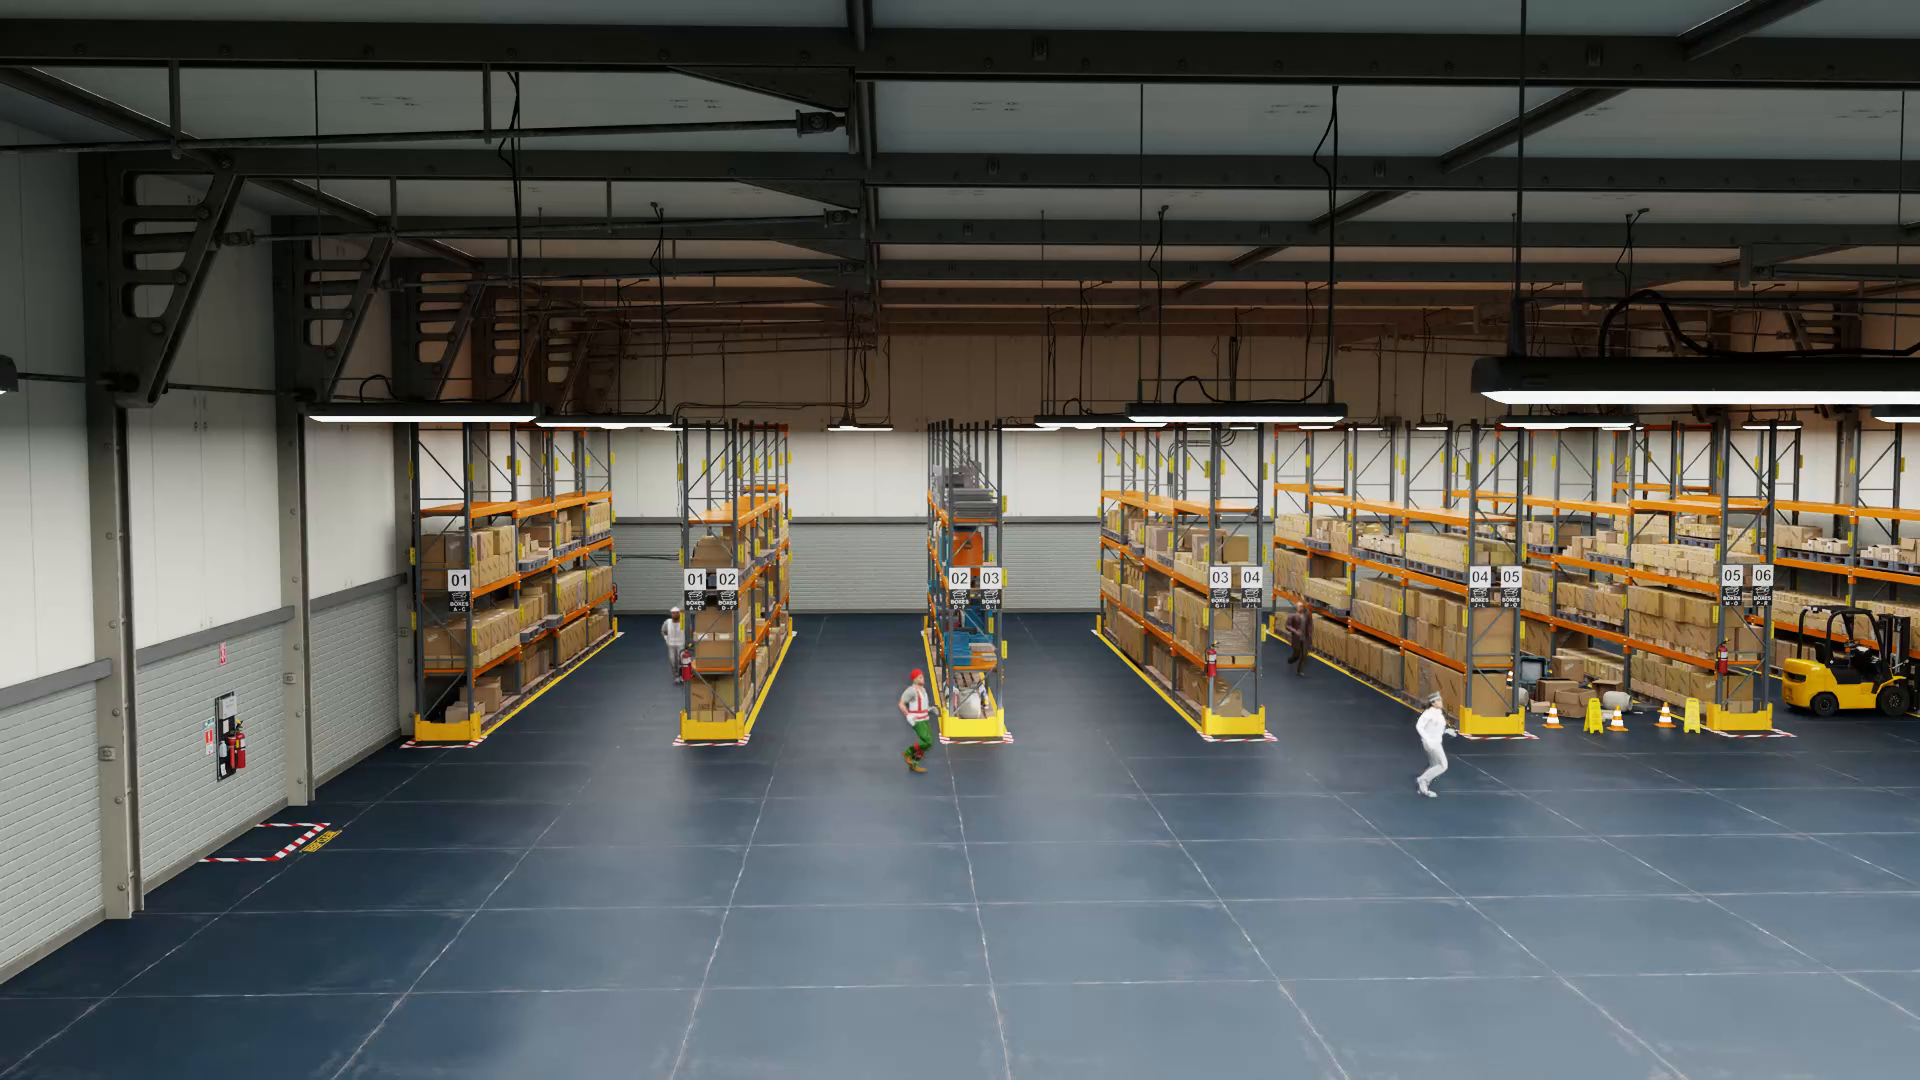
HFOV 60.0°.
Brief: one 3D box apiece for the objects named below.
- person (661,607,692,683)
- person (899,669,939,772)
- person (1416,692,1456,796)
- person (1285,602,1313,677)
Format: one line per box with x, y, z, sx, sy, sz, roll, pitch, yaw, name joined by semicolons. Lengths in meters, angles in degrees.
-6.492;2.406;37.946;0.679;1.744;0.607;0;4;-1;person
-0.652;3.053;28.101;0.551;1.737;0.666;2;4;23;person
7.516;3.210;26.204;0.549;1.666;0.598;2;4;30;person
8.004;2.336;39.280;0.709;1.737;0.757;-1;4;-15;person
